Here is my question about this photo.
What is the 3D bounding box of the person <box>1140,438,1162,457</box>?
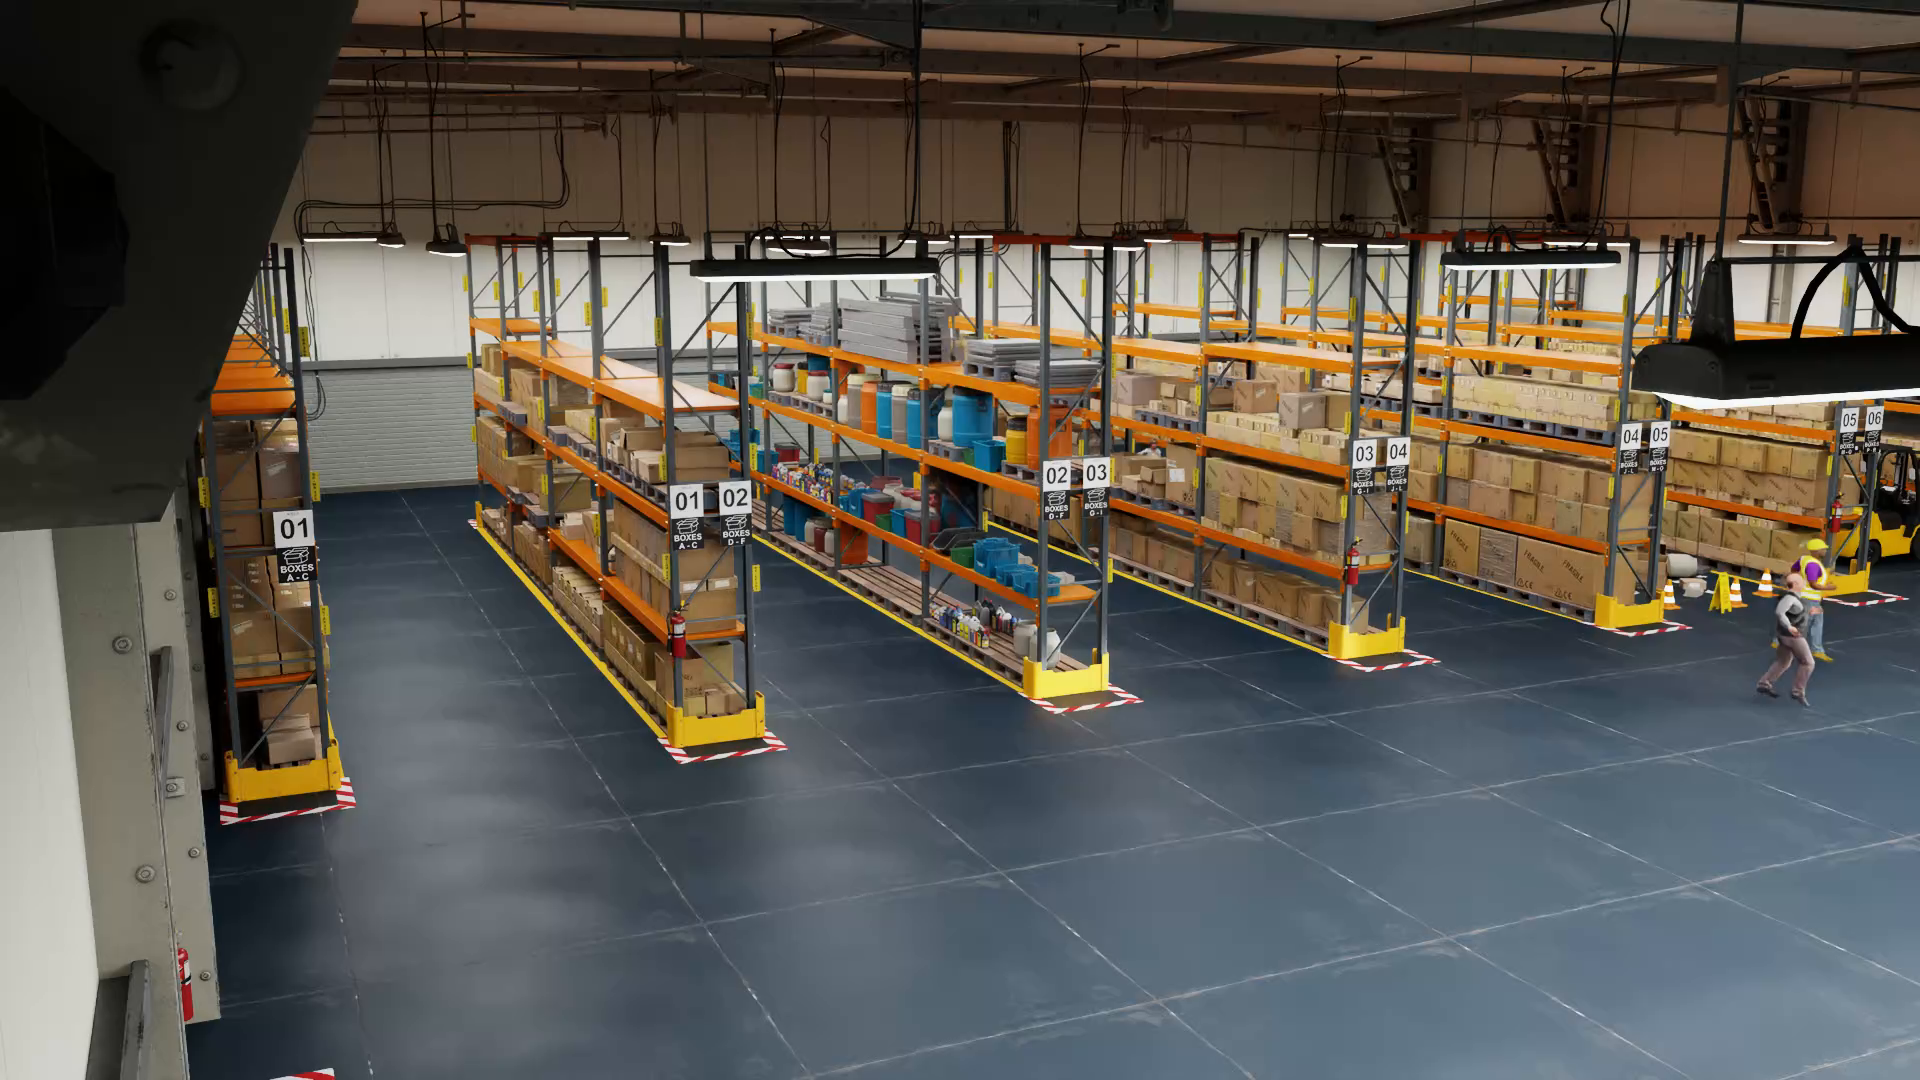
[{"bbox_3d":[4.162,-1.413,36.169,0.533,1.629,0.821,-5,12,-23],"label":"person"}]

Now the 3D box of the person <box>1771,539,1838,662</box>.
[{"bbox_3d":[12.235,0.867,24.000,0.859,1.799,0.725,4,12,20],"label":"person"}]

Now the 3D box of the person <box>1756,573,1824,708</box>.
[{"bbox_3d":[10.931,1.312,21.860,0.731,1.780,0.639,3,11,14],"label":"person"}]
